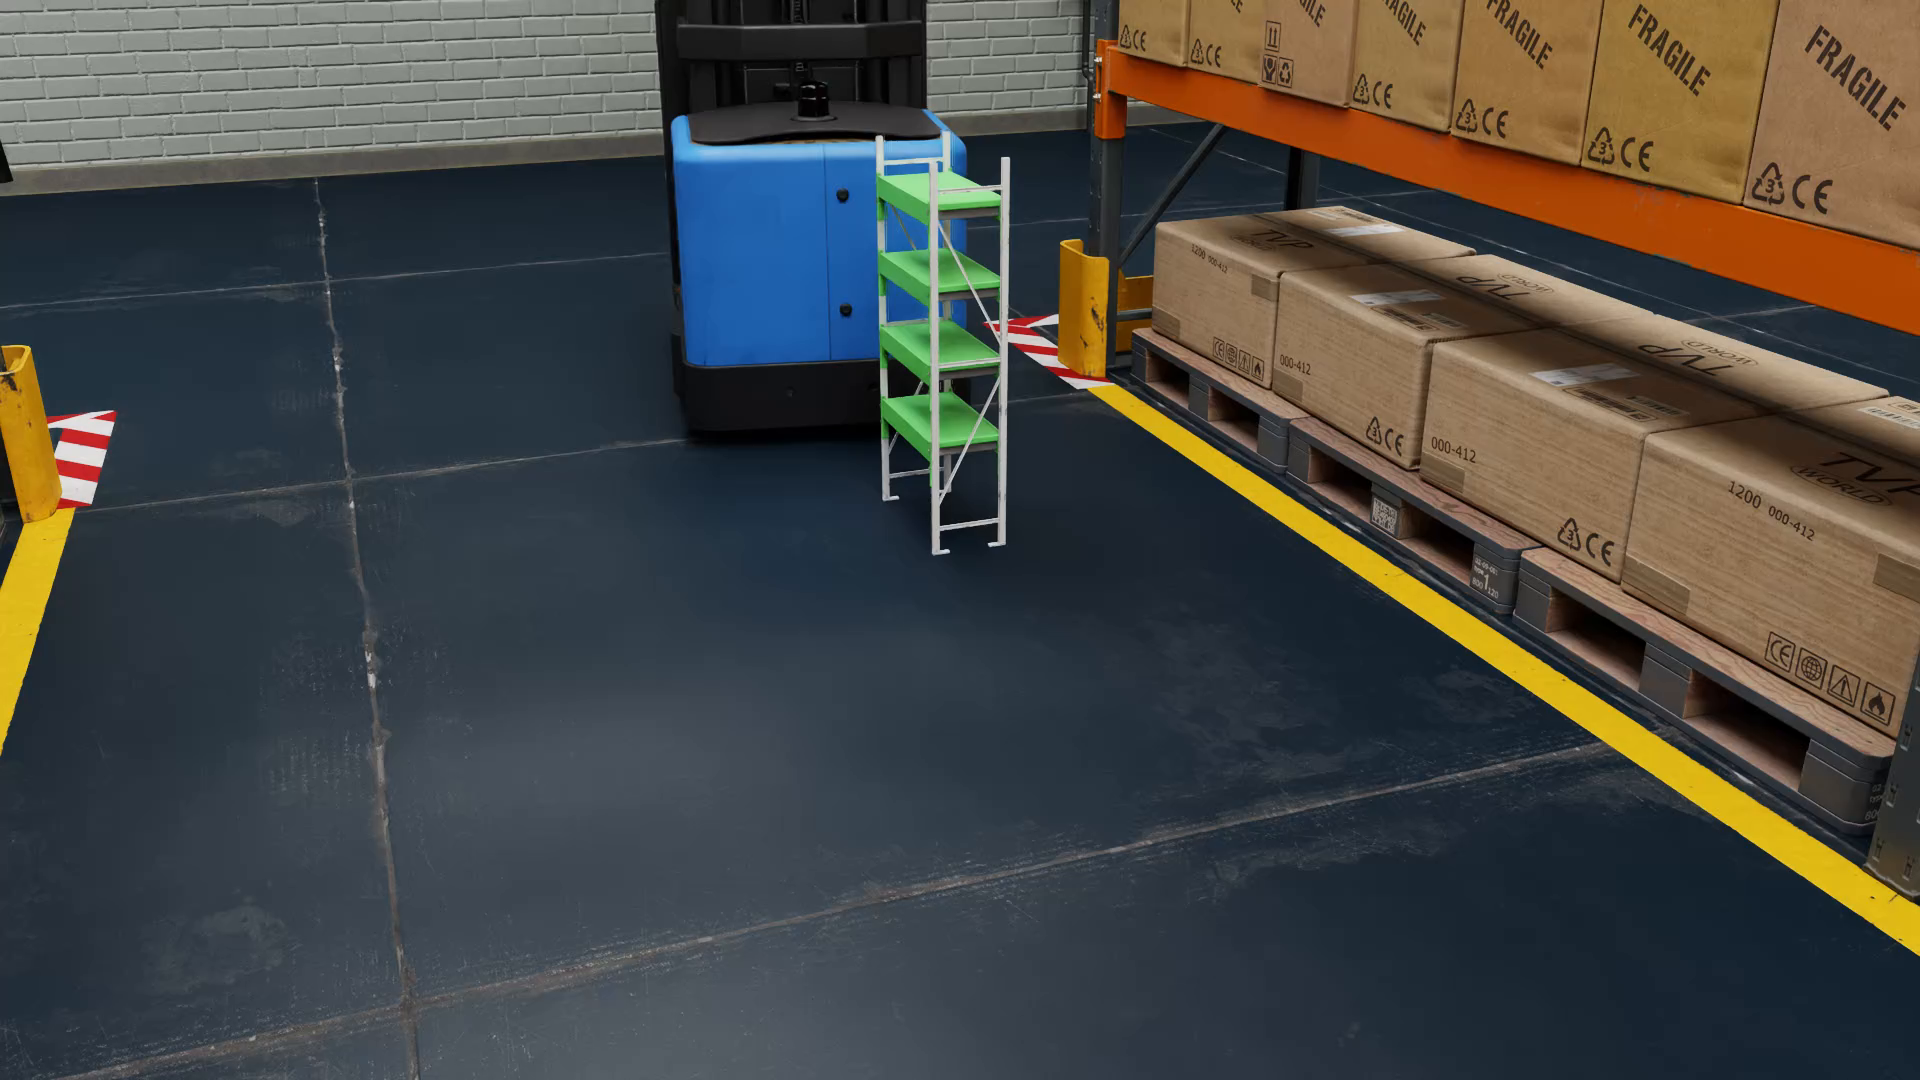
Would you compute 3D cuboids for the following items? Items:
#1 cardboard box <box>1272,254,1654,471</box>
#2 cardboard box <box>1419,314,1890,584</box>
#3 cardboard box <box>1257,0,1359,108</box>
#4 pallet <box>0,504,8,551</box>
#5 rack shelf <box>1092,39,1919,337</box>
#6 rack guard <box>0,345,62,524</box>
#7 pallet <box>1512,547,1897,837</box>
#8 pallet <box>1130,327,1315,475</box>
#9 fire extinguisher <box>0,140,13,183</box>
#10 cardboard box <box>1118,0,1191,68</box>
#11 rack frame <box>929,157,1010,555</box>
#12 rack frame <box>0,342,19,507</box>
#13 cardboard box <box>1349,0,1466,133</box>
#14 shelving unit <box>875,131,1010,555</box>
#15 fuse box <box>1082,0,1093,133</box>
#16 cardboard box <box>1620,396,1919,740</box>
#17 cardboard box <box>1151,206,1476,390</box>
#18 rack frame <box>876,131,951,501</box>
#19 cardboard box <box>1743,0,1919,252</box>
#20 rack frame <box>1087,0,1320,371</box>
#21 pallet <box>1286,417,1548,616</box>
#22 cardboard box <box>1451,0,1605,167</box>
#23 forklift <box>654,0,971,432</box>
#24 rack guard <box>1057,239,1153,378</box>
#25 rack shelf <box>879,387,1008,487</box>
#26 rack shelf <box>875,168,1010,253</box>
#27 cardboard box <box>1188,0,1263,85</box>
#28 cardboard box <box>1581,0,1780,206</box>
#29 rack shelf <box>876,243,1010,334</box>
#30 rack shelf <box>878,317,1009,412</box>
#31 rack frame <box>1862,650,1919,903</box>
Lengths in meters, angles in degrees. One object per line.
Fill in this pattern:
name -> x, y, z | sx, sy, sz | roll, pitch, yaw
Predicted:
cardboard box -> 1.669, -0.628, 5.636 | 0.875, 0.438, 0.875 | -8, 24, -18
cardboard box -> 1.986, -0.300, 4.858 | 0.875, 0.438, 0.875 | -9, 25, -21
cardboard box -> 1.280, -1.638, 5.144 | 0.500, 0.500, 0.500 | -8, 24, -19
pallet -> -3.303, 0.156, 4.608 | 1.003, 0.211, 1.213 | -8, 24, -19
rack shelf -> 1.718, -1.114, 4.958 | 1.077, 0.370, 4.000 | -8, 24, -19
rack guard -> -3.557, -0.277, 5.264 | 1.175, 0.500, 0.348 | -8, 24, -19
pallet -> 2.229, 0.279, 4.317 | 1.003, 0.211, 1.213 | -8, 24, -19
pallet -> 1.367, -0.608, 6.420 | 1.003, 0.211, 1.213 | -8, 24, -19
fire extinguisher -> -3.241, -1.404, 5.299 | 0.296, 0.674, 0.183 | -8, 24, -19
cardboard box -> 0.913, -2.005, 6.016 | 0.500, 0.500, 0.500 | -9, 24, -19
rack frame -> 0.028, -0.524, 4.949 | 0.240, 1.200, 0.015 | -8, 24, -19
rack frame -> -3.584, -1.457, 4.844 | 1.000, 3.000, 0.127 | -8, 24, -19
cardboard box -> 1.473, -1.458, 4.718 | 0.500, 0.500, 0.500 | -8, 24, -17
shelving unit -> -0.058, -0.613, 5.160 | 0.258, 1.200, 0.503 | -8, 24, -19
fuse box -> 1.015, -3.860, 12.204 | 0.539, 1.711, 0.414 | -8, 24, -19
cardboard box -> 2.303, 0.025, 4.086 | 0.875, 0.438, 0.875 | -9, 24, -20
cardboard box -> 1.338, -0.959, 6.422 | 0.875, 0.438, 0.875 | -9, 25, -21
rack frame -> -0.145, -0.702, 5.370 | 0.240, 1.200, 0.015 | -8, 24, -19
cardboard box -> 2.022, -0.899, 3.391 | 0.500, 0.500, 0.500 | -8, 24, -19
rack frame -> 1.012, -2.172, 6.542 | 1.000, 3.000, 0.127 | -8, 24, -19
pallet -> 1.794, -0.165, 5.370 | 1.003, 0.211, 1.213 | -8, 24, -19
cardboard box -> 1.643, -1.265, 4.262 | 0.500, 0.500, 0.500 | -9, 24, -20
forklift -> -0.722, -2.282, 6.891 | 1.130, 2.935, 3.031 | -4, 23, -9
rack guard -> 1.003, -1.029, 7.049 | 1.175, 0.500, 0.348 | -8, 24, -19
rack shelf -> -0.058, -0.333, 5.278 | 0.258, 0.148, 0.480 | -8, 24, -19
rack shelf -> -0.058, -0.996, 4.998 | 0.258, 0.148, 0.480 | -8, 24, -19
cardboard box -> 1.117, -1.825, 5.589 | 0.500, 0.500, 0.500 | -9, 24, -20
cardboard box -> 1.835, -1.085, 3.833 | 0.500, 0.500, 0.500 | -9, 24, -20
rack shelf -> -0.058, -0.775, 5.091 | 0.258, 0.148, 0.480 | -8, 24, -19
rack shelf -> -0.058, -0.554, 5.184 | 0.258, 0.148, 0.480 | -8, 24, -19
rack frame -> 2.425, -0.719, 3.094 | 1.000, 3.000, 0.127 | -8, 24, -19
